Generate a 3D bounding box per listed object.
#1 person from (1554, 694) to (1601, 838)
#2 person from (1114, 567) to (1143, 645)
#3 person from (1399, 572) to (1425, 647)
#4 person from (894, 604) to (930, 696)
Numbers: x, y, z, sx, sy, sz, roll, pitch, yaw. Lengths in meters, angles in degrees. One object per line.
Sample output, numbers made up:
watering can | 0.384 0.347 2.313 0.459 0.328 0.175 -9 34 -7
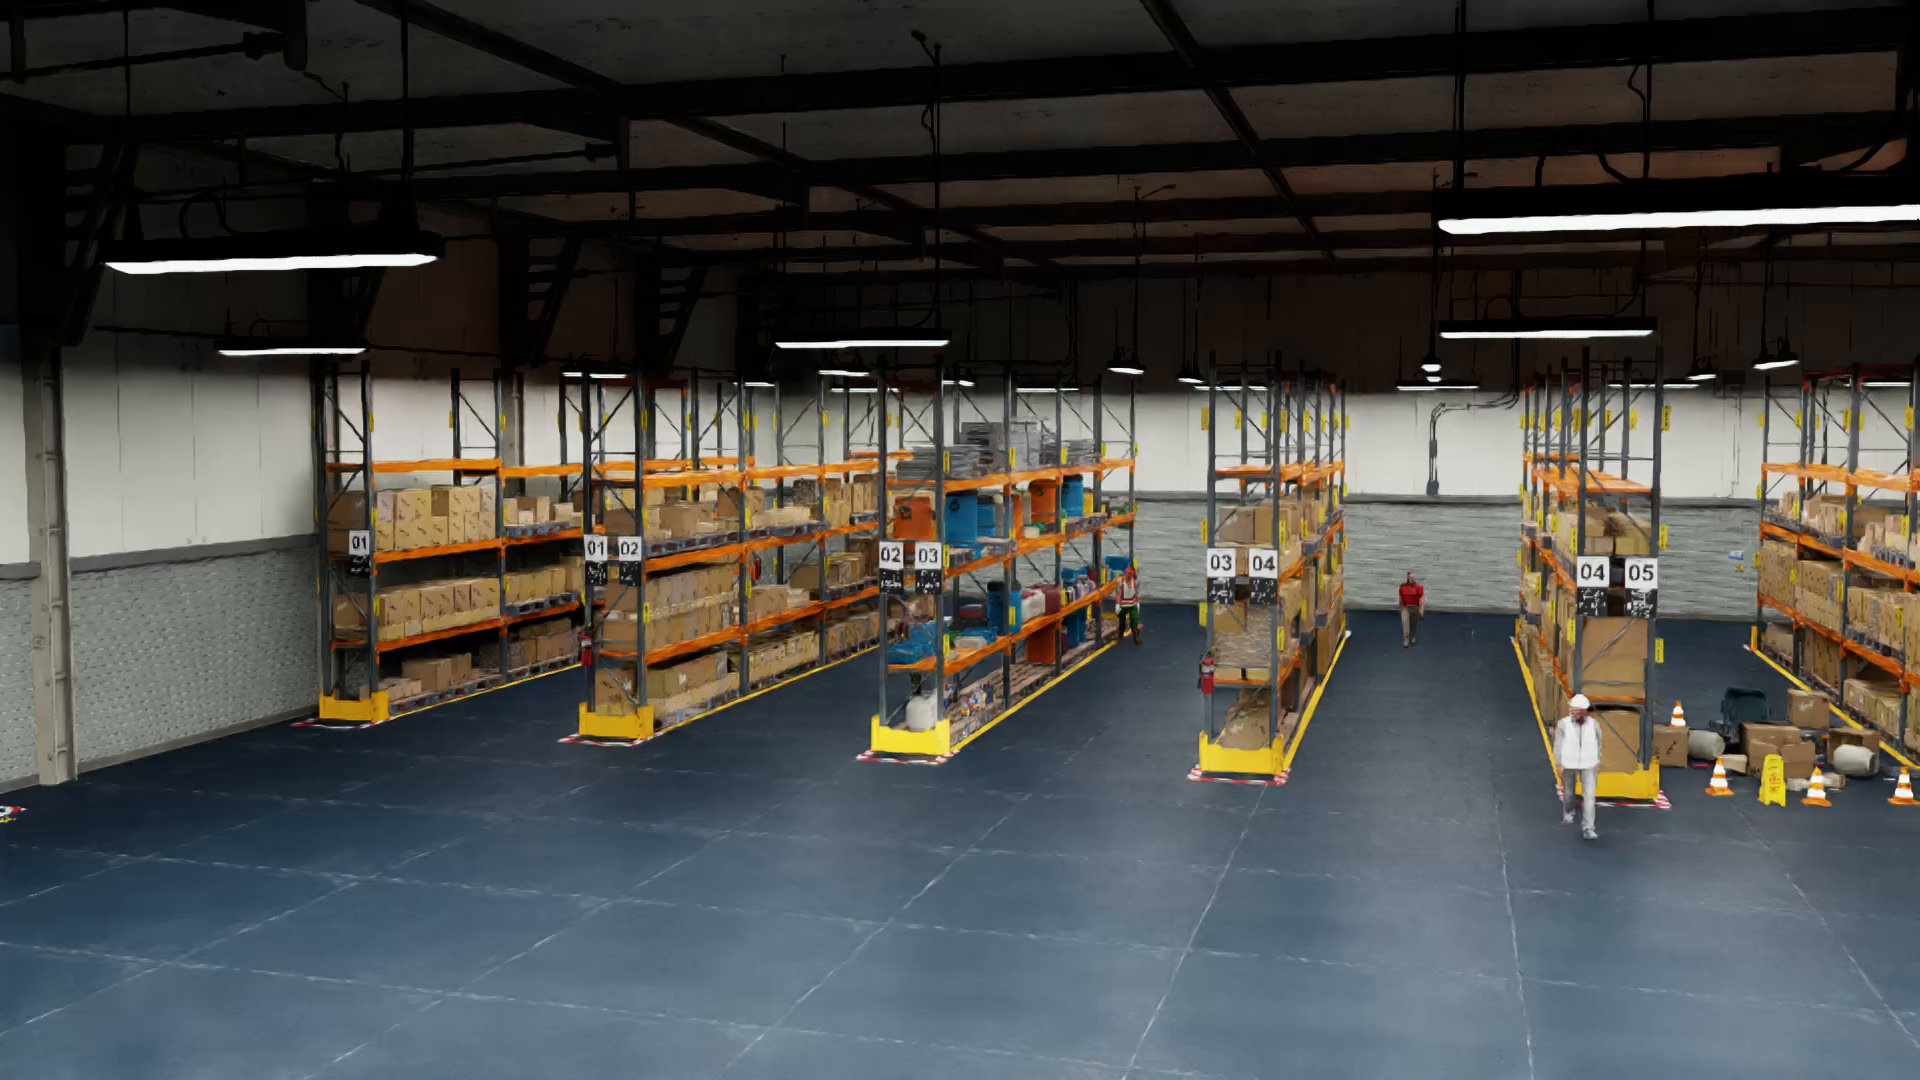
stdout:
person | 7.489 2.701 20.182 0.543 1.700 1.115 1 4 18
person | 3.790 1.463 37.460 0.590 1.746 0.967 0 4 -6
person | 10.009 1.530 36.860 0.556 1.669 1.030 1 4 15
person | -0.822 2.004 29.944 0.736 1.716 0.902 2 4 21
